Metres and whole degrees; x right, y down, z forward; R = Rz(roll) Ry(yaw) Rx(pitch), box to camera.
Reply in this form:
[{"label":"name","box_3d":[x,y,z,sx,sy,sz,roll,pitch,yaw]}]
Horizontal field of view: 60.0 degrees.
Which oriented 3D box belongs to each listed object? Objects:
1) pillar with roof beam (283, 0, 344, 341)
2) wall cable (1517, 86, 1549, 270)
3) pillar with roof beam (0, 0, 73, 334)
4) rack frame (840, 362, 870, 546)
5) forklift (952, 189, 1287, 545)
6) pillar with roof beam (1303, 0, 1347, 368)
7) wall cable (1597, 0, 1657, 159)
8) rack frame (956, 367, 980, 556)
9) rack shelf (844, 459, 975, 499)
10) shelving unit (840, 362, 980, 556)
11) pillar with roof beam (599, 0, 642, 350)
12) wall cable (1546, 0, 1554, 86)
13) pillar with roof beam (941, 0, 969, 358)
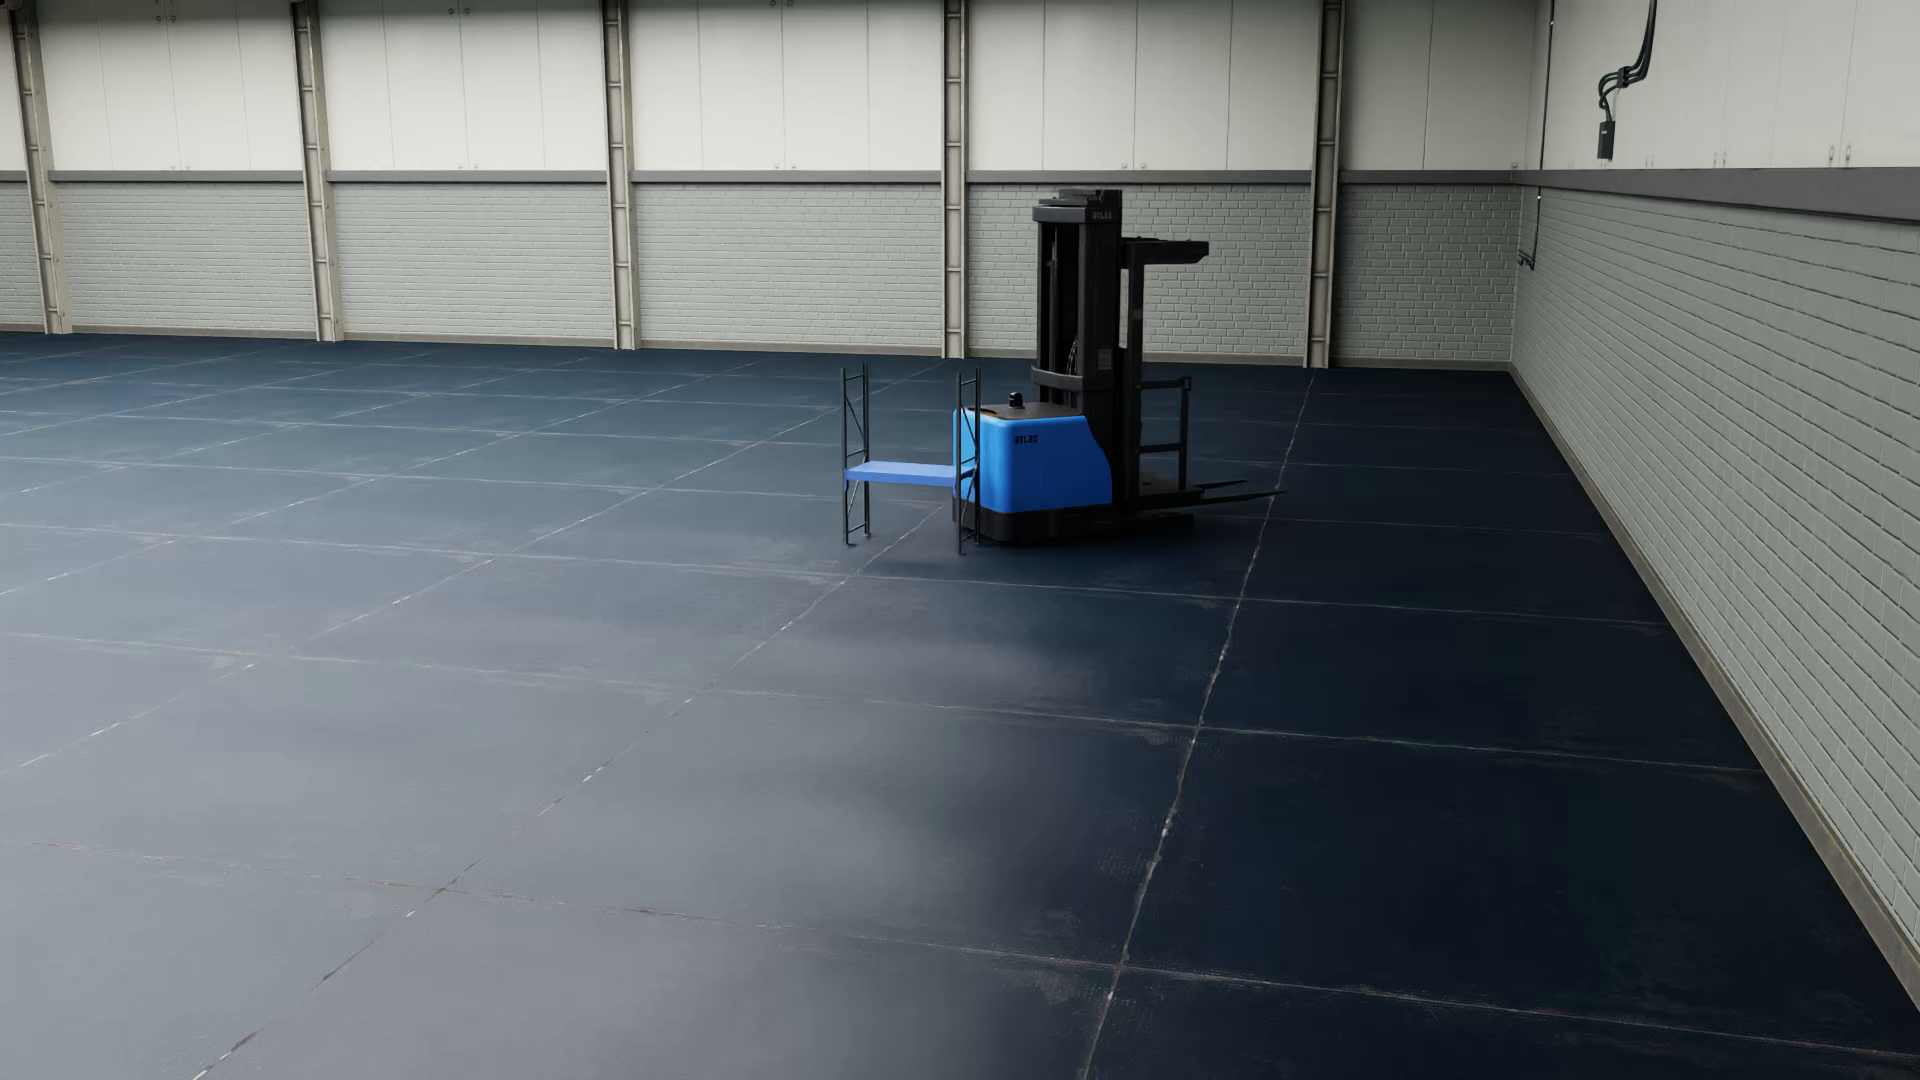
[{"label":"pillar with roof beam","box_3d":[-12.766,-7.212,25.965,0.548,9.000,9.100,3,13,14]},{"label":"wall cable","box_3d":[8.285,-5.236,24.229,0.112,2.526,3.097,3,13,14]},{"label":"pillar with roof beam","box_3d":[-18.591,-7.523,27.368,0.548,9.000,9.100,3,13,14]},{"label":"rack frame","box_3d":[-0.885,-0.731,14.067,0.032,1.500,0.500,5,13,20]},{"label":"forklift","box_3d":[1.487,-1.584,14.608,3.031,2.935,1.130,-6,14,-25]},{"label":"pillar with roof beam","box_3d":[4.710,-6.278,21.754,0.400,9.000,9.100,3,13,14]},{"label":"wall cable","box_3d":[5.995,-6.417,14.530,0.169,6.003,2.305,3,13,14]},{"label":"rack frame","box_3d":[0.068,-0.654,13.720,0.032,1.500,0.500,5,13,20]},{"label":"rack shelf","box_3d":[-0.408,-0.517,13.933,1.000,0.185,0.538,5,13,20]},{"label":"shelving unit","box_3d":[-0.408,-0.693,13.894,1.048,1.500,0.538,5,13,20]},{"label":"pillar with roof beam","box_3d":[-6.940,-6.901,24.561,0.400,9.000,9.100,3,13,14]},{"label":"wall cable","box_3d":[7.637,-7.133,21.117,0.112,2.526,3.097,3,13,14]},{"label":"pillar with roof beam","box_3d":[-1.115,-6.589,23.158,0.400,9.000,9.100,3,13,14]}]
